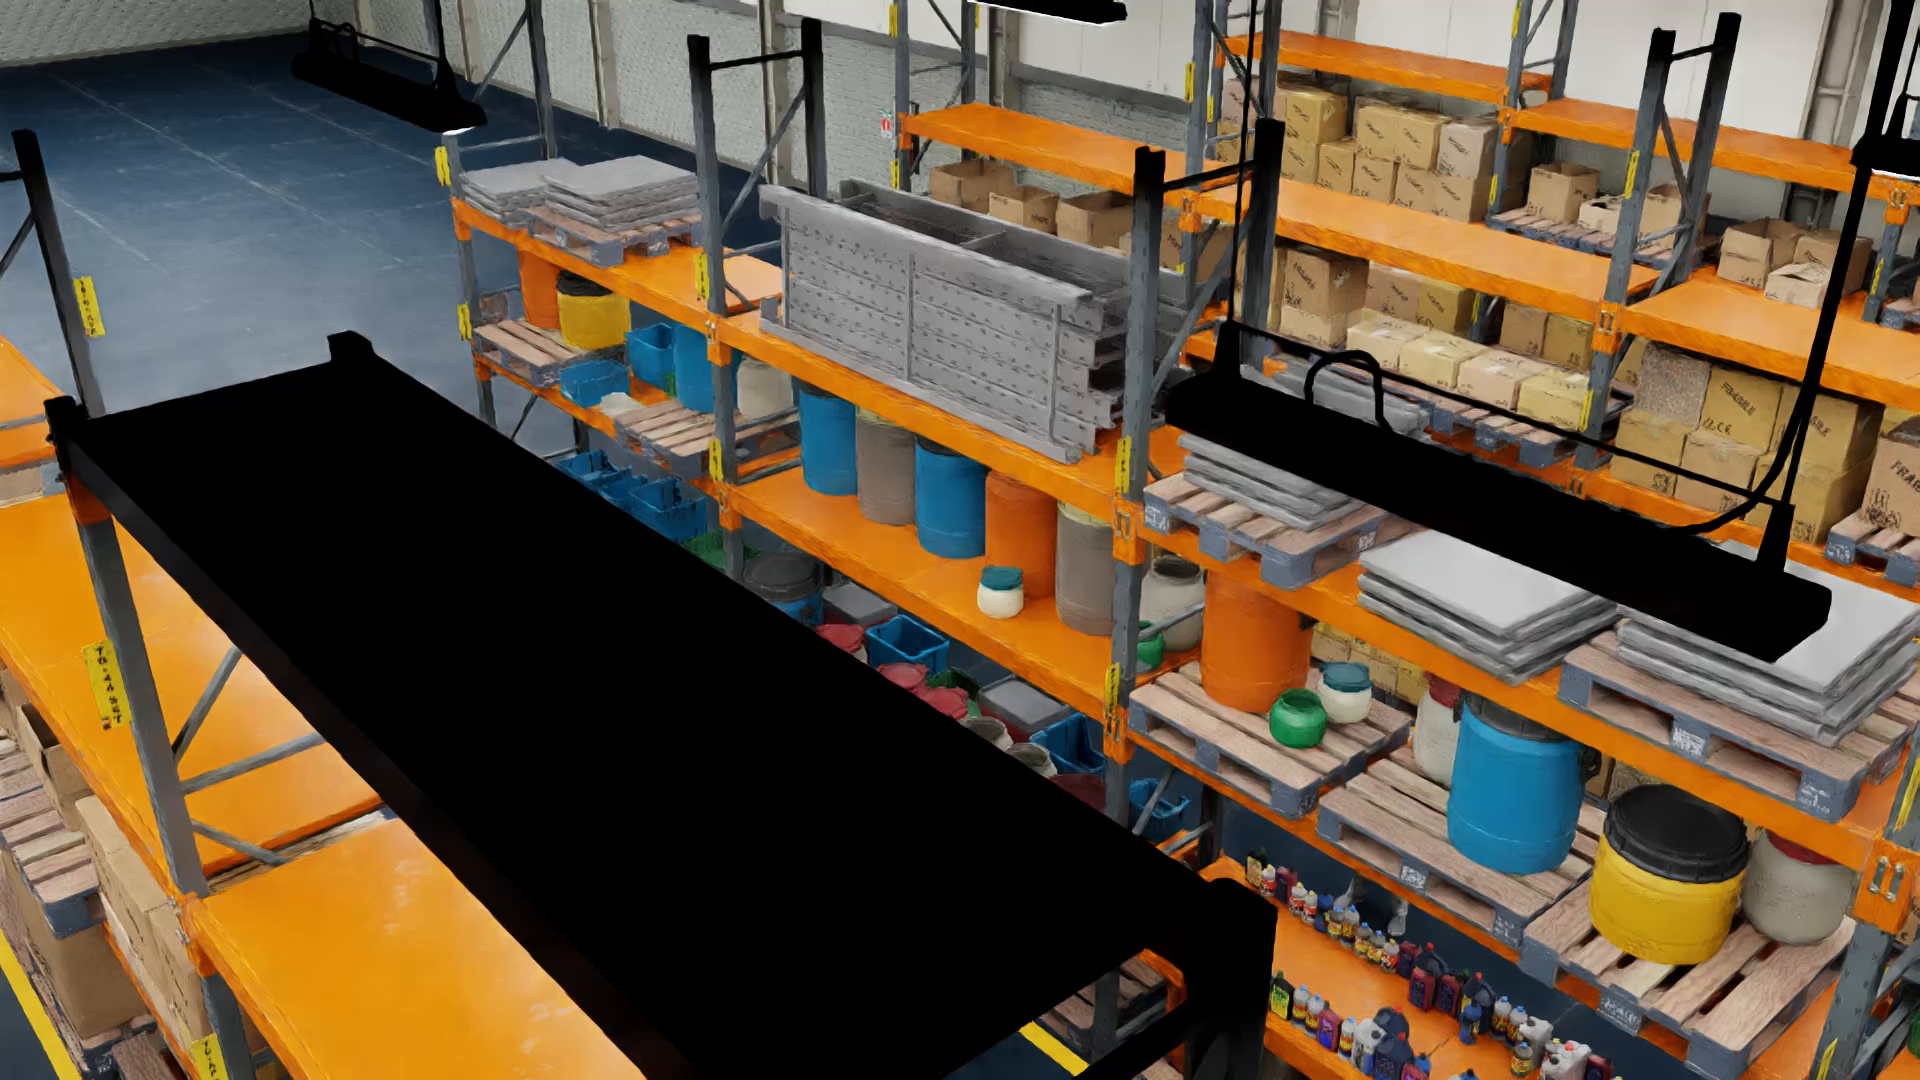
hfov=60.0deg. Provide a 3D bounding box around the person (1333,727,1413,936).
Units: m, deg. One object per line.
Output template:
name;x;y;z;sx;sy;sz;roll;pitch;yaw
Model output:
person;3.013;2.004;11.777;0.579;1.669;0.464;9;28;18
